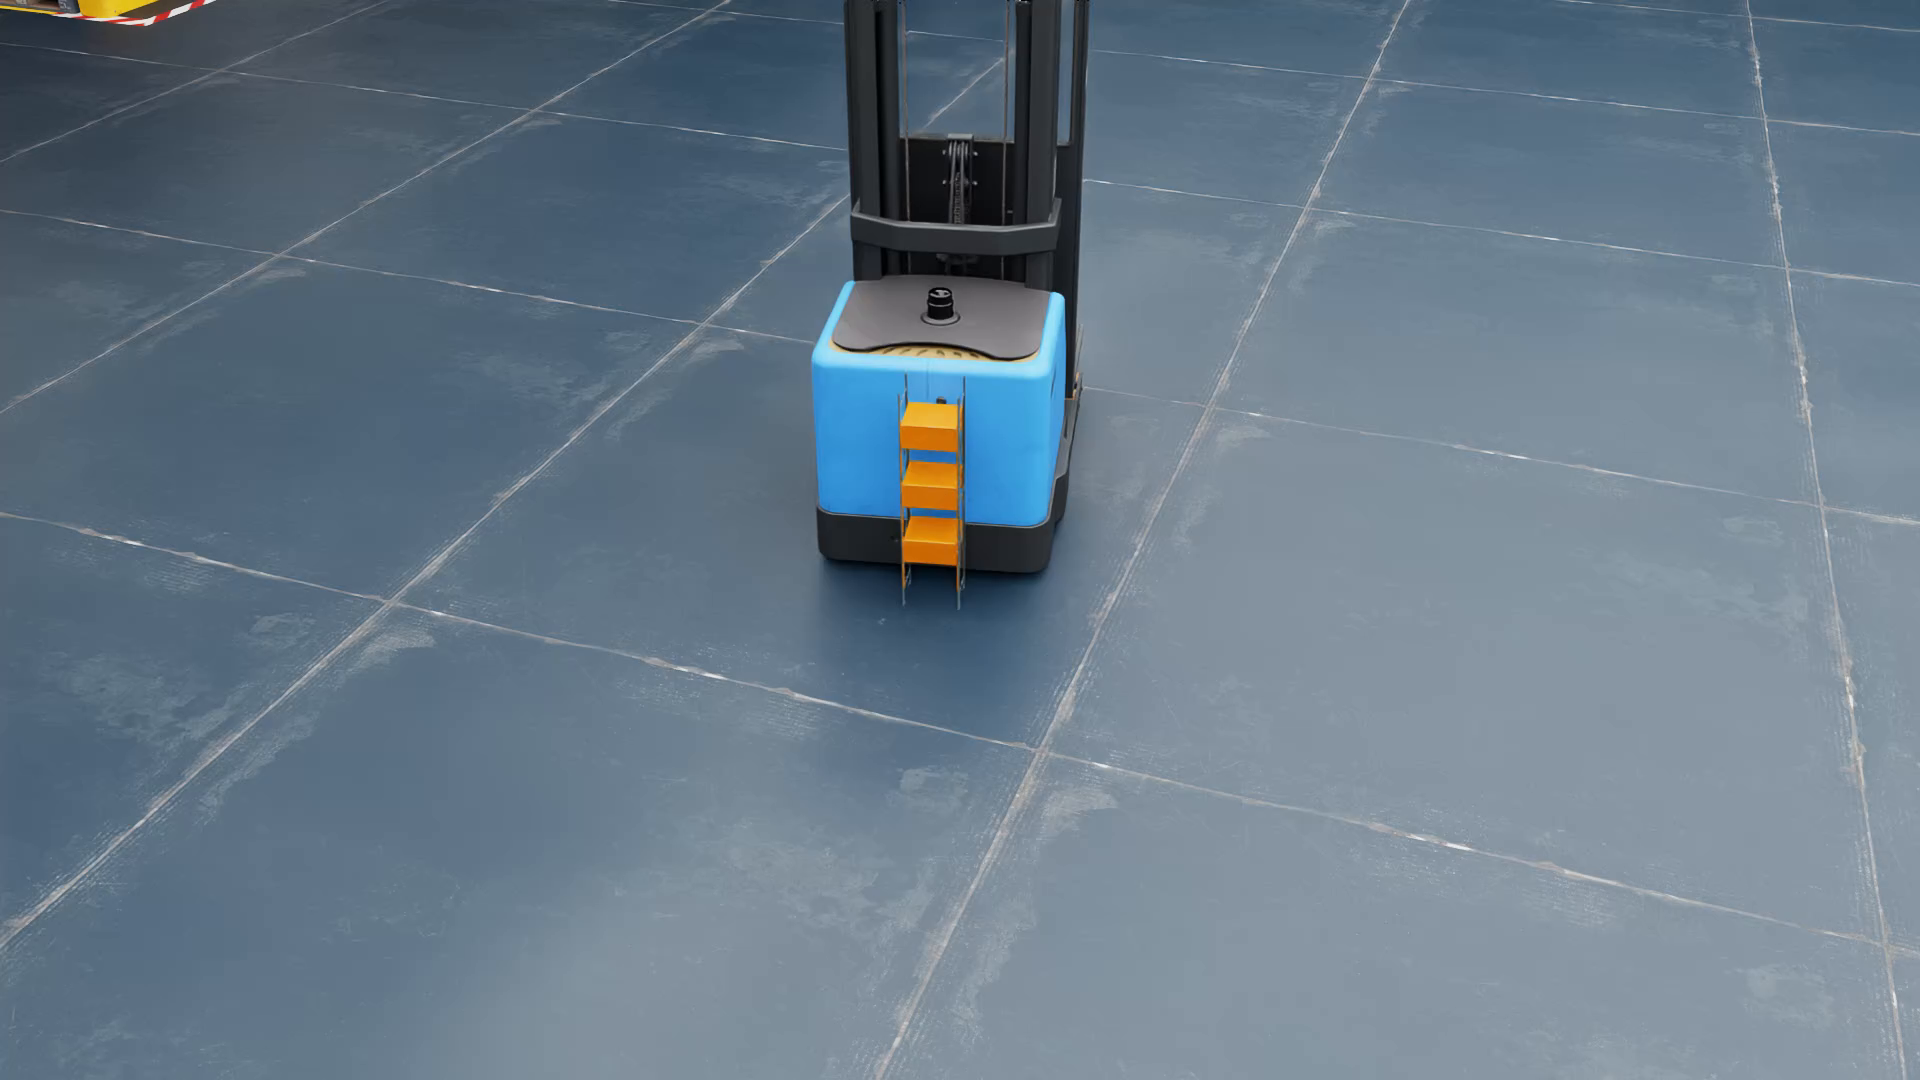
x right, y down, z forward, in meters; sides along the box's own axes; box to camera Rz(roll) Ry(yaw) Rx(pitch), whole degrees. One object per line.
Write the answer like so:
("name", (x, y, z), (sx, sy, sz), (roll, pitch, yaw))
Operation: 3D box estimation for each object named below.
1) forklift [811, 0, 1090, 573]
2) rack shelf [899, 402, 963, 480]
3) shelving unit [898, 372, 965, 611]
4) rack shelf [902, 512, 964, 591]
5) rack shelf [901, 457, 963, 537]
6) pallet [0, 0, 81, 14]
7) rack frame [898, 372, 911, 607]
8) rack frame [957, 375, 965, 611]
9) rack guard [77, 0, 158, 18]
("forklift", (0.061, -1.868, 7.940), (1.130, 2.935, 3.031), (4, 33, 6))
("rack shelf", (-0.115, -0.423, 6.933), (0.240, 0.259, 0.215), (4, 33, 6))
("shelving unit", (-0.115, -0.193, 7.081), (0.252, 1.050, 0.215), (4, 33, 6))
("rack shelf", (-0.115, 0.049, 7.238), (0.240, 0.259, 0.215), (4, 33, 6))
("rack shelf", (-0.115, -0.184, 7.087), (0.240, 0.259, 0.215), (4, 33, 6))
("pallet", (-8.482, -5.252, 15.689), (1.213, 0.211, 1.003), (11, 34, 16))
("rack frame", (-0.236, -0.202, 7.095), (0.008, 1.050, 0.200), (4, 33, 6))
("rack frame", (0.006, -0.185, 7.068), (0.008, 1.050, 0.200), (4, 33, 6))
("rack guard", (-7.681, -5.262, 15.439), (0.348, 0.500, 1.175), (11, 34, 16))
